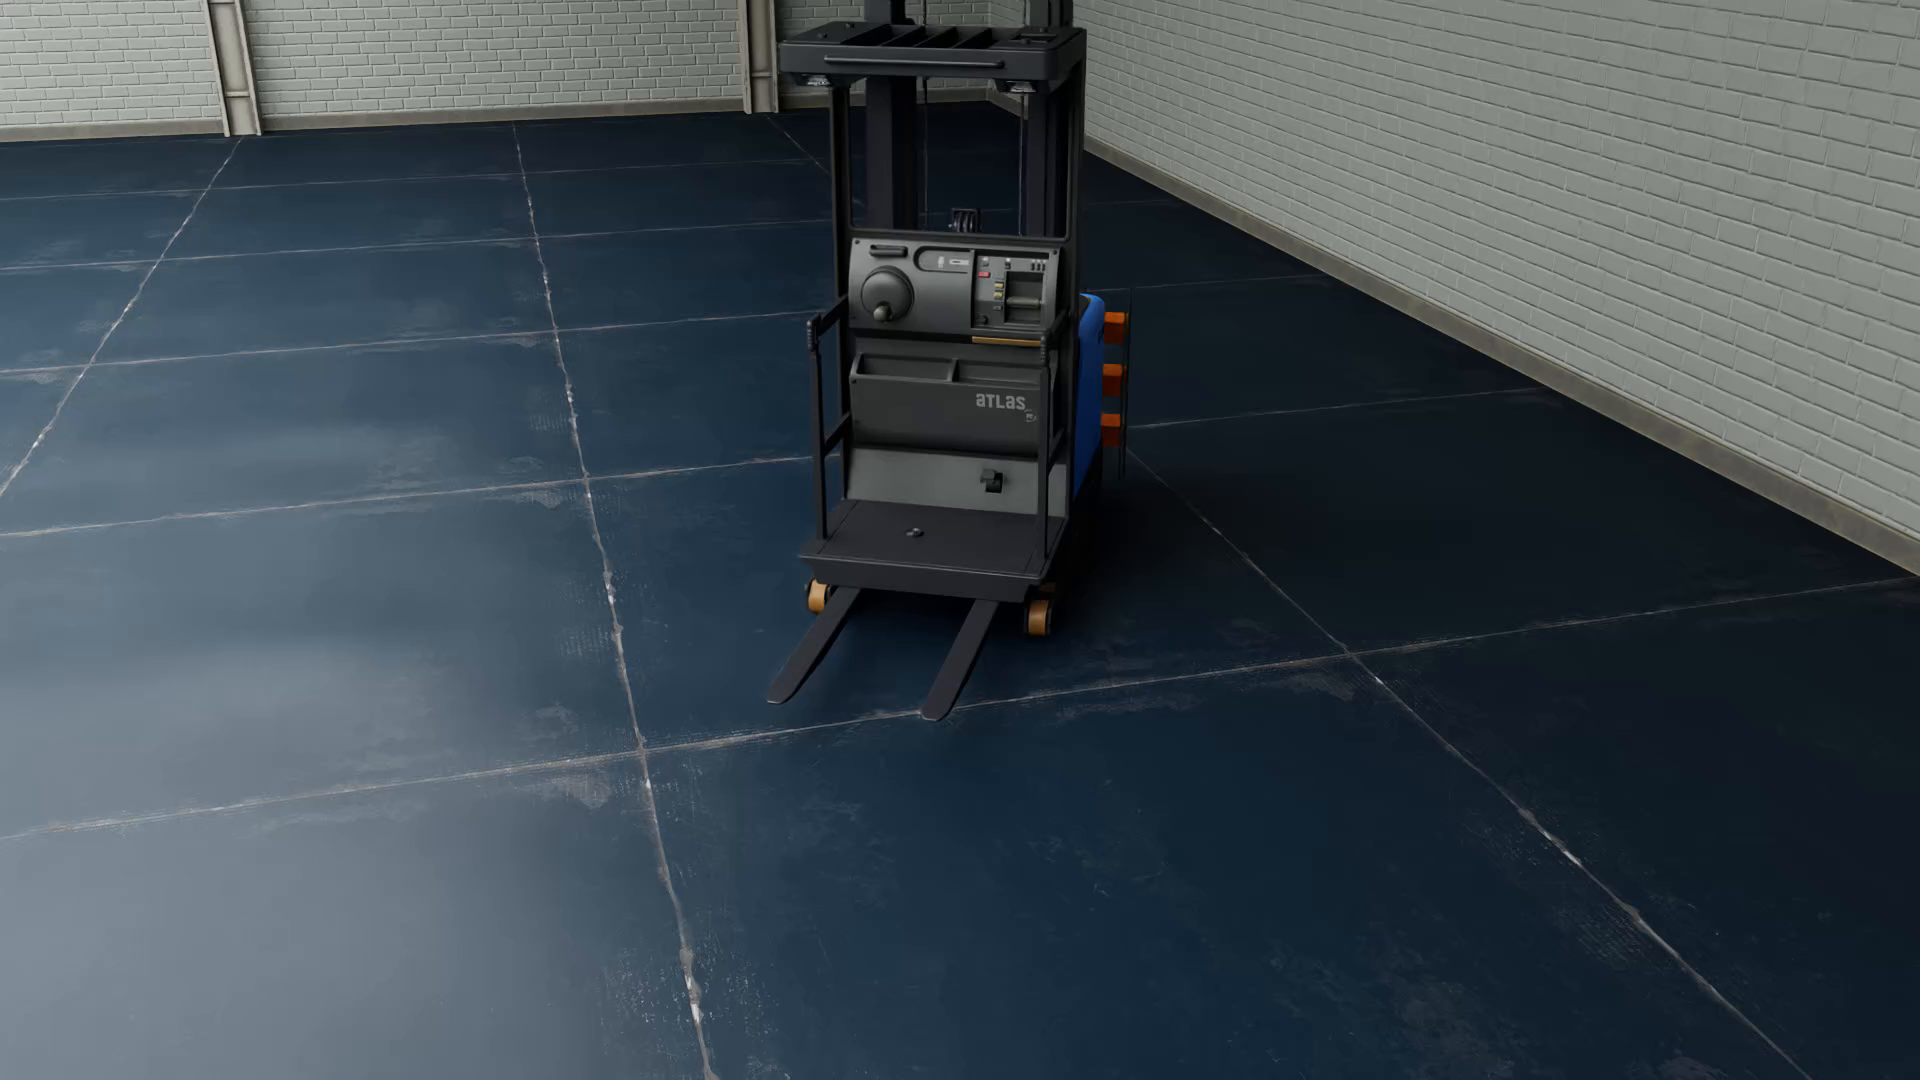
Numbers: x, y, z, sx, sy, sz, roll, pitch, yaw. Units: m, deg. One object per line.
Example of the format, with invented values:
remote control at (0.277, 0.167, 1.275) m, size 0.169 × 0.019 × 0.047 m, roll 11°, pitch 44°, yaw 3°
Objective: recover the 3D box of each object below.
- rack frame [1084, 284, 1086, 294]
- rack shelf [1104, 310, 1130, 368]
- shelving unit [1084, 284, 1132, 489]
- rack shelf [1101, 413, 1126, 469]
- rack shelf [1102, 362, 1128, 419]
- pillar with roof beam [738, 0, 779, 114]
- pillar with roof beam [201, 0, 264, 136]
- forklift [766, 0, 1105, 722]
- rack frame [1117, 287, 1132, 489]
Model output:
rack frame at (0.633, -0.820, 8.829) m, size 0.008 × 1.050 × 0.200 m, roll 6°, pitch 24°, yaw 13°
rack shelf at (0.752, -1.059, 8.693) m, size 0.240 × 0.259 × 0.215 m, roll 6°, pitch 24°, yaw 13°
shelving unit at (0.752, -0.808, 8.801) m, size 0.252 × 1.050 × 0.215 m, roll 6°, pitch 24°, yaw 13°
rack shelf at (0.752, -0.543, 8.915) m, size 0.240 × 0.259 × 0.215 m, roll 6°, pitch 24°, yaw 13°
rack shelf at (0.752, -0.798, 8.805) m, size 0.240 × 0.259 × 0.215 m, roll 6°, pitch 24°, yaw 13°
pillar with roof beam at (-1.307, -7.828, 15.081) m, size 0.400 × 9.000 × 9.100 m, roll -6°, pitch 24°, yaw -14°
pillar with roof beam at (-7.084, -7.189, 13.592) m, size 0.400 × 9.000 × 9.100 m, roll -6°, pitch 24°, yaw -14°
forklift at (-0.074, -1.086, 7.065) m, size 1.130 × 2.935 × 3.031 m, roll 5°, pitch 24°, yaw 12°
rack frame at (0.870, -0.796, 8.774) m, size 0.008 × 1.050 × 0.200 m, roll 6°, pitch 24°, yaw 13°
